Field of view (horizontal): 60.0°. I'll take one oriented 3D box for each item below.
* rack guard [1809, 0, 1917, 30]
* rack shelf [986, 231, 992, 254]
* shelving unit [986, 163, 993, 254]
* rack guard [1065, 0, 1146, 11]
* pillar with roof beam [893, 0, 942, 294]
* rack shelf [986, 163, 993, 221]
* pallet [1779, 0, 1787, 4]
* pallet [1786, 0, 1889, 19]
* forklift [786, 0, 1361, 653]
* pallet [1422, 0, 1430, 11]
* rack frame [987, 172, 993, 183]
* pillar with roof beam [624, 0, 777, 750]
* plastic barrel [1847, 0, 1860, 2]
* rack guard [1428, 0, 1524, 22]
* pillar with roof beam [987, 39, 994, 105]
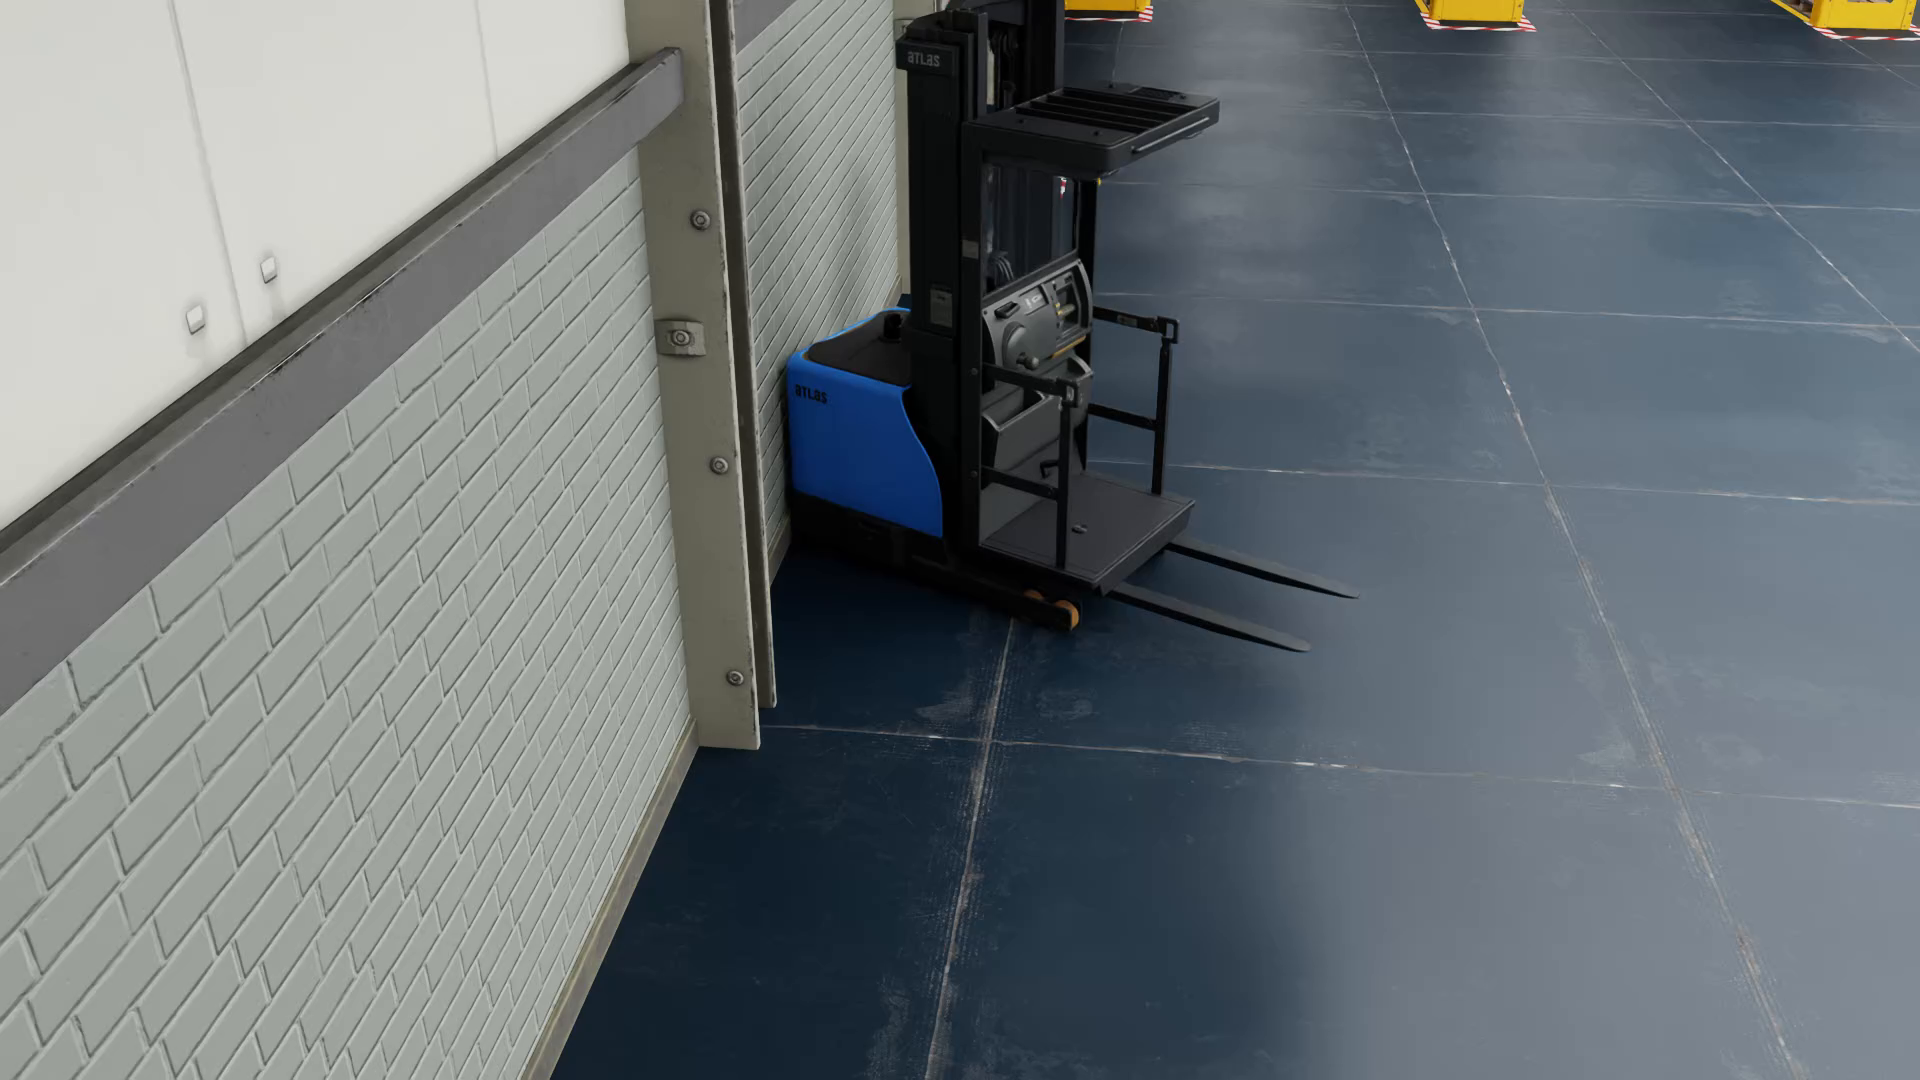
[{"bbox_3d":[11.733,-6.932,21.590,1.175,0.500,0.348,3,28,6],"label":"rack guard"},{"bbox_3d":[0.001,-1.650,10.465,0.431,0.480,0.518,9,65,-13],"label":"rack shelf"},{"bbox_3d":[0.002,-1.663,10.471,0.431,0.503,2.100,9,65,-13],"label":"shelving unit"},{"bbox_3d":[1.947,-7.505,22.653,1.175,0.500,0.348,3,28,6],"label":"rack guard"},{"bbox_3d":[3.967,-5.692,10.327,9.100,9.000,0.400,3,28,6],"label":"pillar with roof beam"},{"bbox_3d":[0.037,-2.286,10.756,0.431,0.480,0.518,9,65,-13],"label":"rack shelf"},{"bbox_3d":[11.990,-7.759,23.430,1.003,0.211,1.213,3,28,6],"label":"pallet"},{"bbox_3d":[11.838,-7.187,22.367,1.003,0.211,1.213,3,28,6],"label":"pallet"},{"bbox_3d":[0.566,-1.105,8.210,3.031,2.935,1.130,18,33,30],"label":"forklift"},{"bbox_3d":[6.907,-7.418,22.797,1.003,0.211,1.213,3,28,6],"label":"pallet"},{"bbox_3d":[0.070,-1.757,10.256,0.400,0.015,2.100,9,65,-13],"label":"rack frame"},{"bbox_3d":[3.232,-2.867,5.085,9.100,9.000,0.400,3,28,6],"label":"pillar with roof beam"},{"bbox_3d":[11.775,-7.398,21.999,0.421,0.512,0.421,0,28,0],"label":"plastic barrel"},{"bbox_3d":[6.852,-7.172,22.035,1.175,0.500,0.348,3,28,6],"label":"rack guard"},{"bbox_3d":[4.702,-8.516,15.569,9.100,9.000,0.400,3,28,6],"label":"pillar with roof beam"}]
